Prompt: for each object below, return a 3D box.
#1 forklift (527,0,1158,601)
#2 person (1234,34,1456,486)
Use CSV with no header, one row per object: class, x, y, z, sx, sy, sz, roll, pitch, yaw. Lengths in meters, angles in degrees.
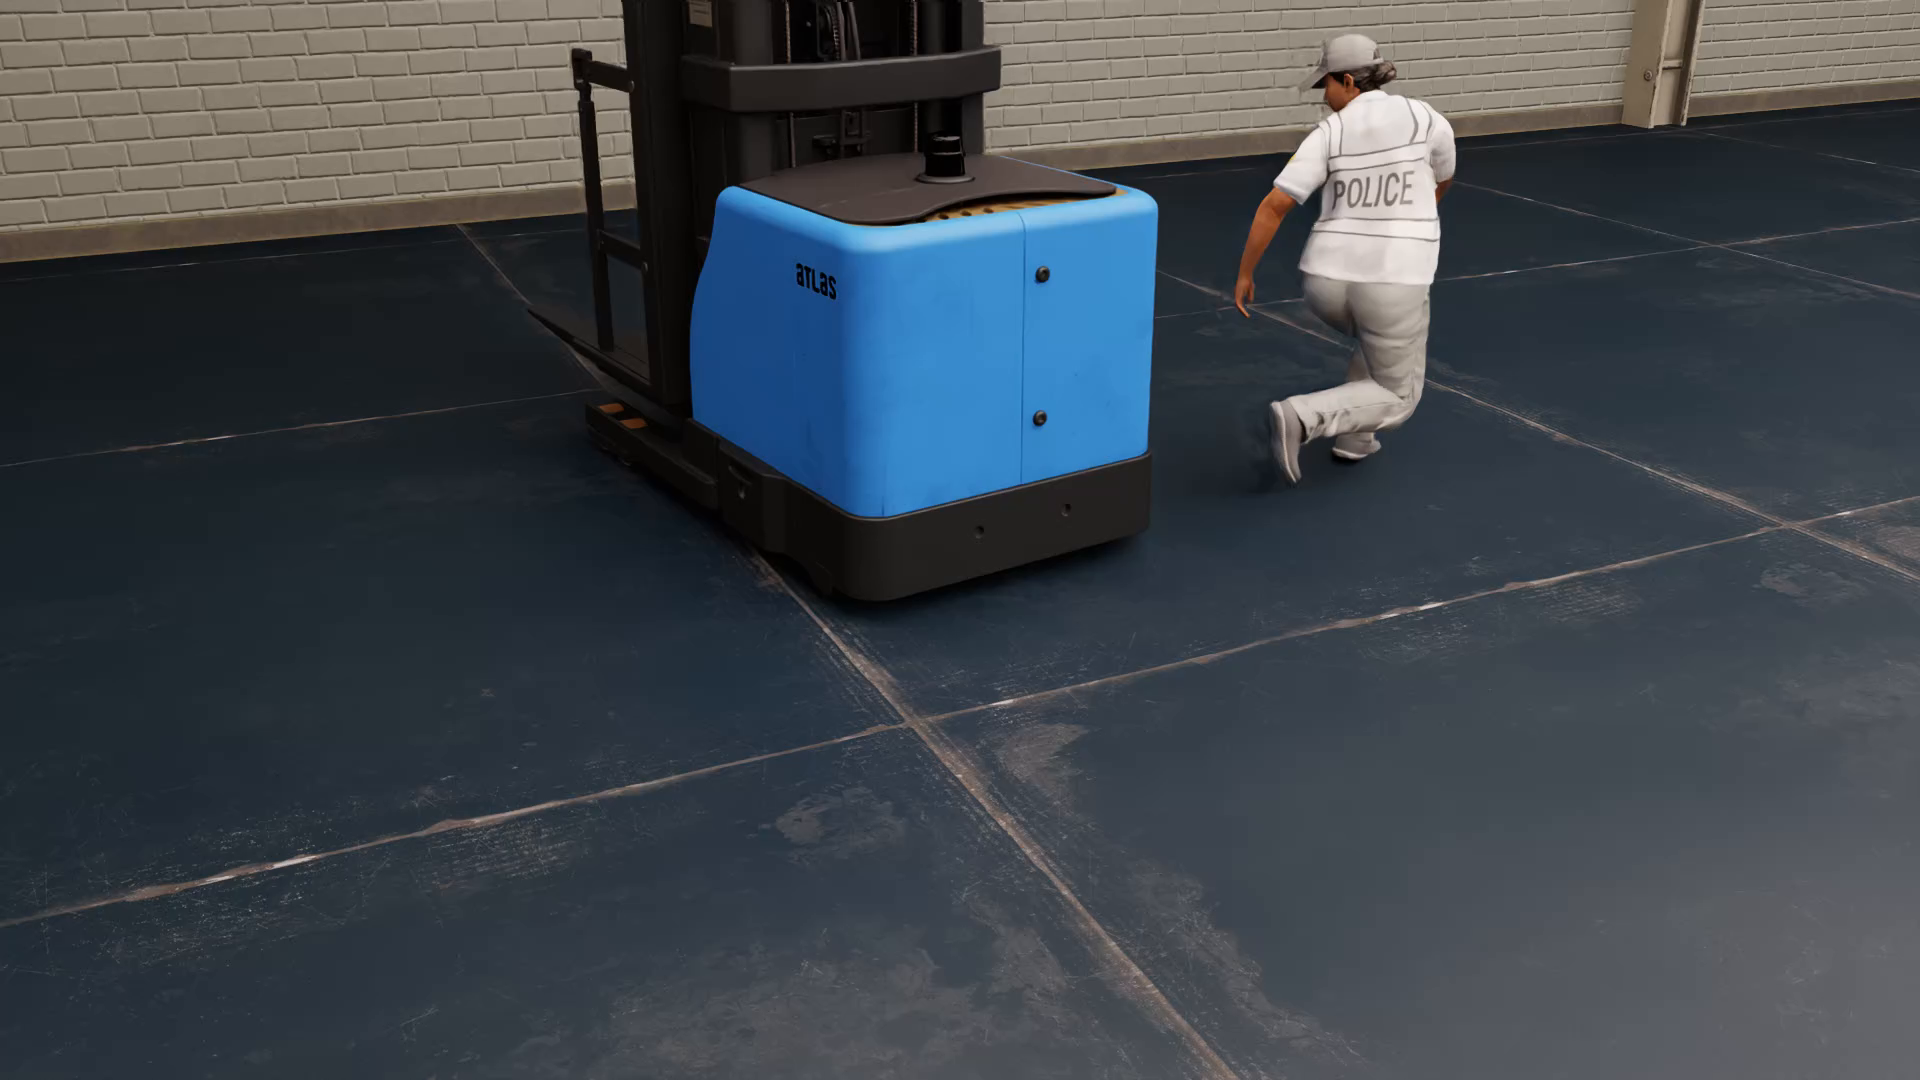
forklift,-0.662,-1.699,5.375,1.130,2.935,3.031,-14,27,-31
person,1.269,-0.904,5.486,0.597,1.444,0.846,16,28,34
